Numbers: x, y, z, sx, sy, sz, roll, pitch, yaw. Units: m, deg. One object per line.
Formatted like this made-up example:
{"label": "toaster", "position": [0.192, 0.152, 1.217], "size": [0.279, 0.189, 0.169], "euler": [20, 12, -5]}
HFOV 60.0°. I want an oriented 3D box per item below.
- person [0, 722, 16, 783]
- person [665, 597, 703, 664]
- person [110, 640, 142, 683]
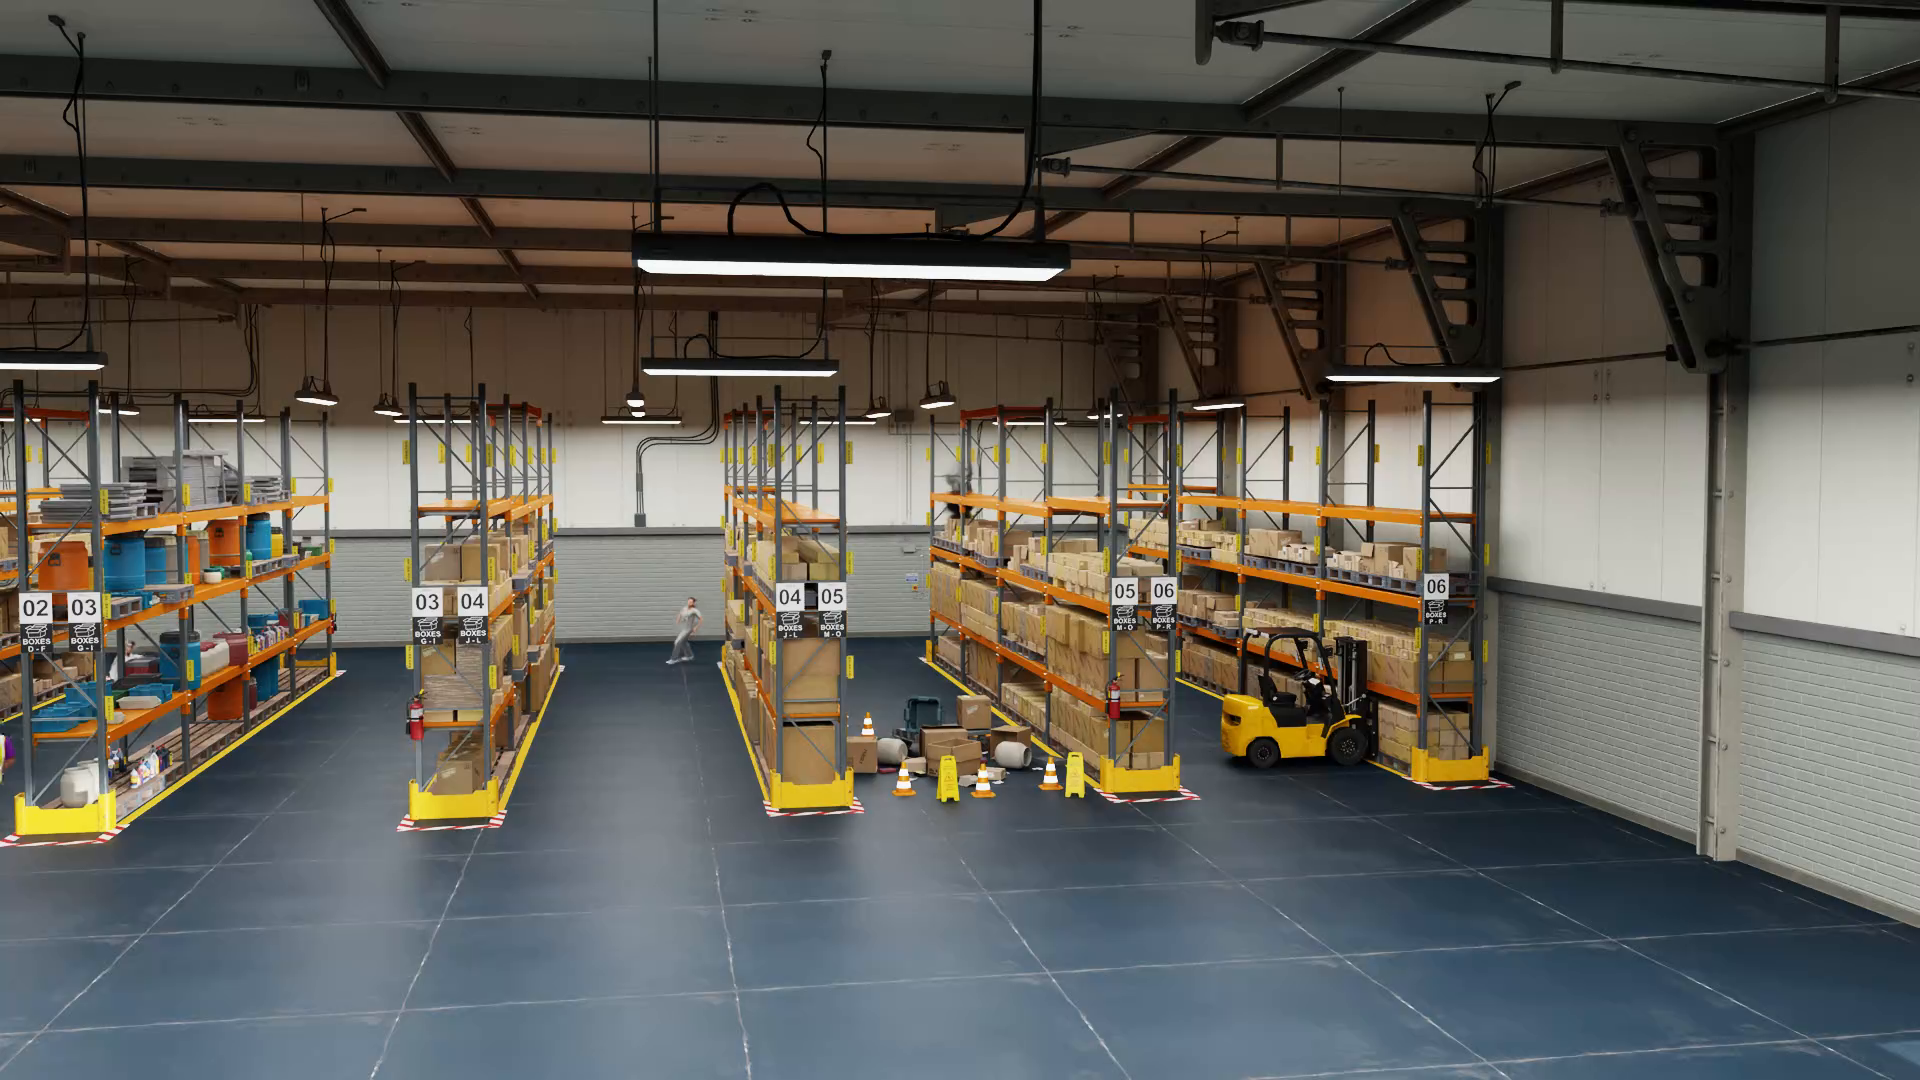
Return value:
{"label": "person", "position": [-12.295, 3.067, 20.967], "size": [0.951, 1.768, 0.712], "euler": [2, 4, 36]}
{"label": "person", "position": [-6.681, 2.167, 40.018], "size": [0.833, 1.616, 0.699], "euler": [-2, 4, -37]}
{"label": "person", "position": [-15.213, 2.653, 30.416], "size": [0.601, 1.686, 0.949], "euler": [-1, 3, -12]}
